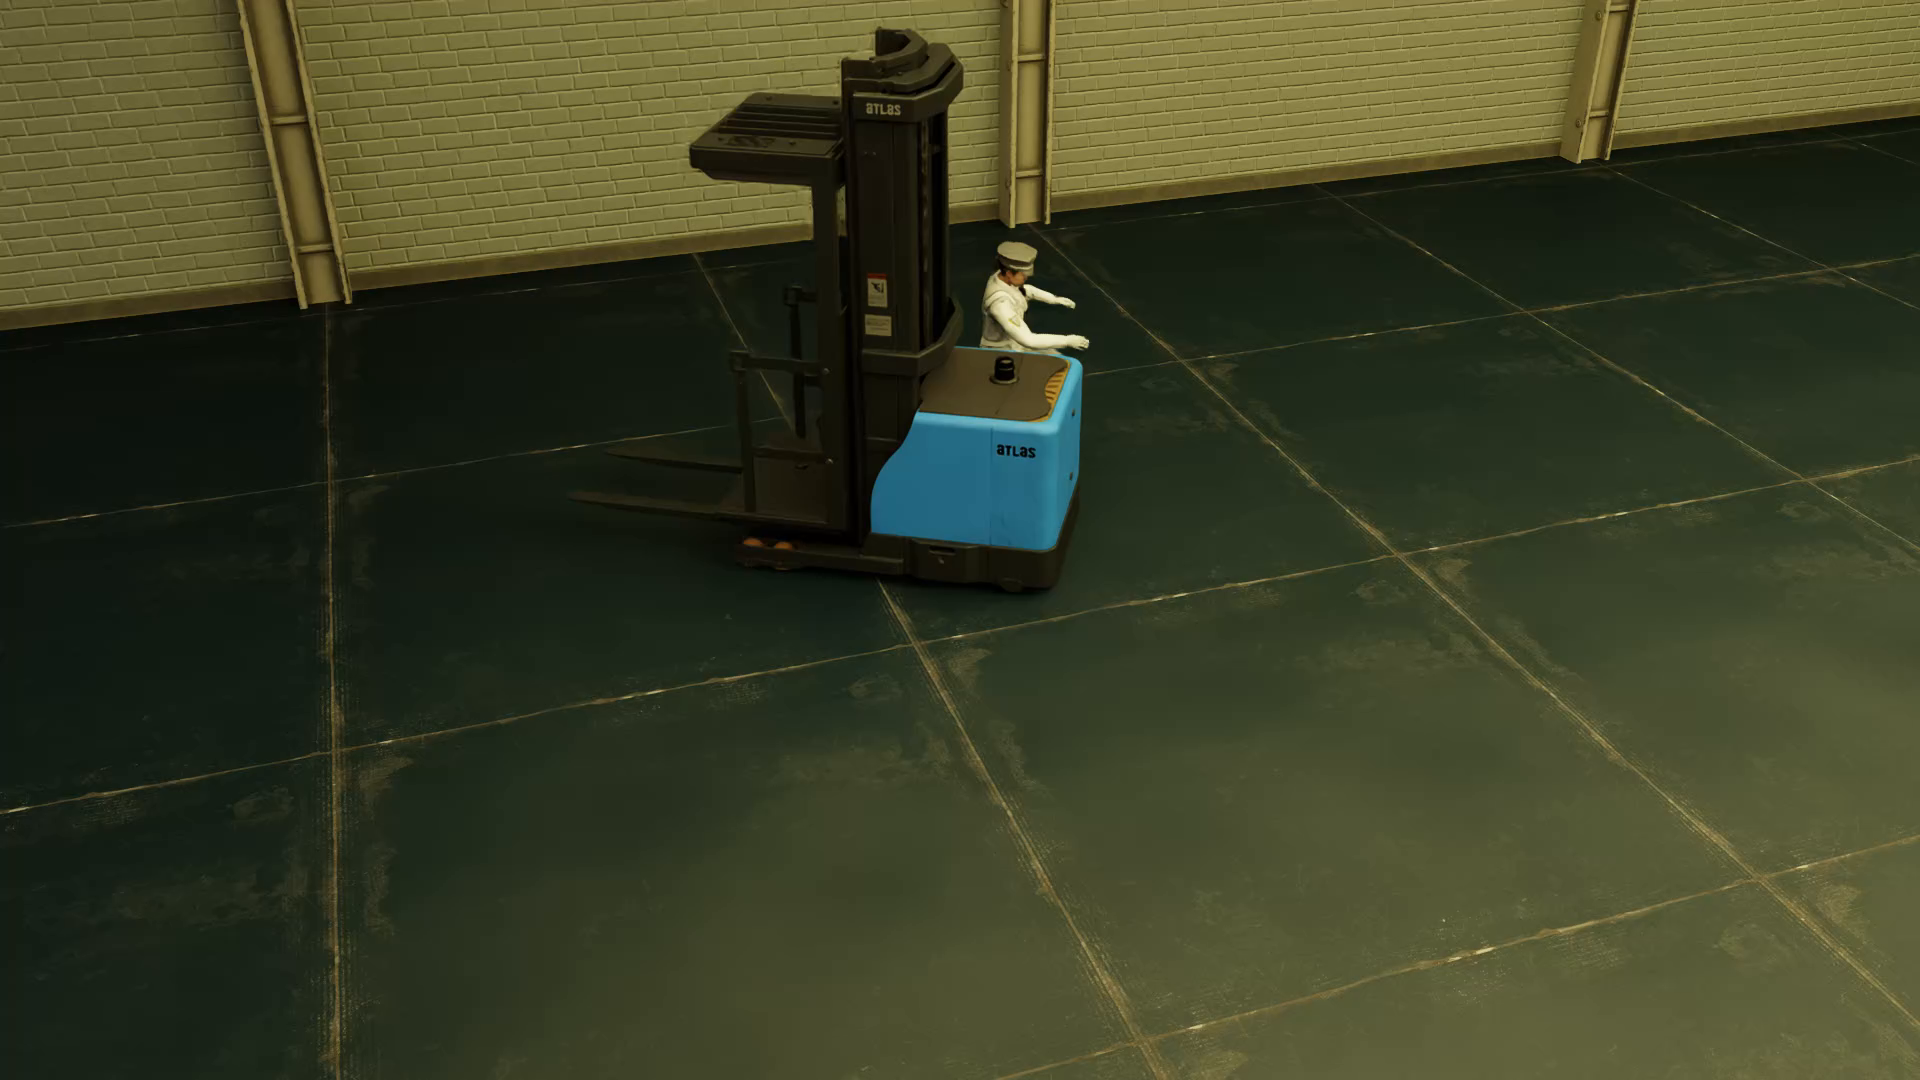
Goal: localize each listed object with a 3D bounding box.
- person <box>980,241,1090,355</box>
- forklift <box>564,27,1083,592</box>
[{"bbox_3d":[0.483,-1.199,10.660,0.727,1.469,0.872,5,30,9],"label":"person"},{"bbox_3d":[-0.840,-1.340,9.415,3.031,2.935,1.130,6,30,11],"label":"forklift"}]
